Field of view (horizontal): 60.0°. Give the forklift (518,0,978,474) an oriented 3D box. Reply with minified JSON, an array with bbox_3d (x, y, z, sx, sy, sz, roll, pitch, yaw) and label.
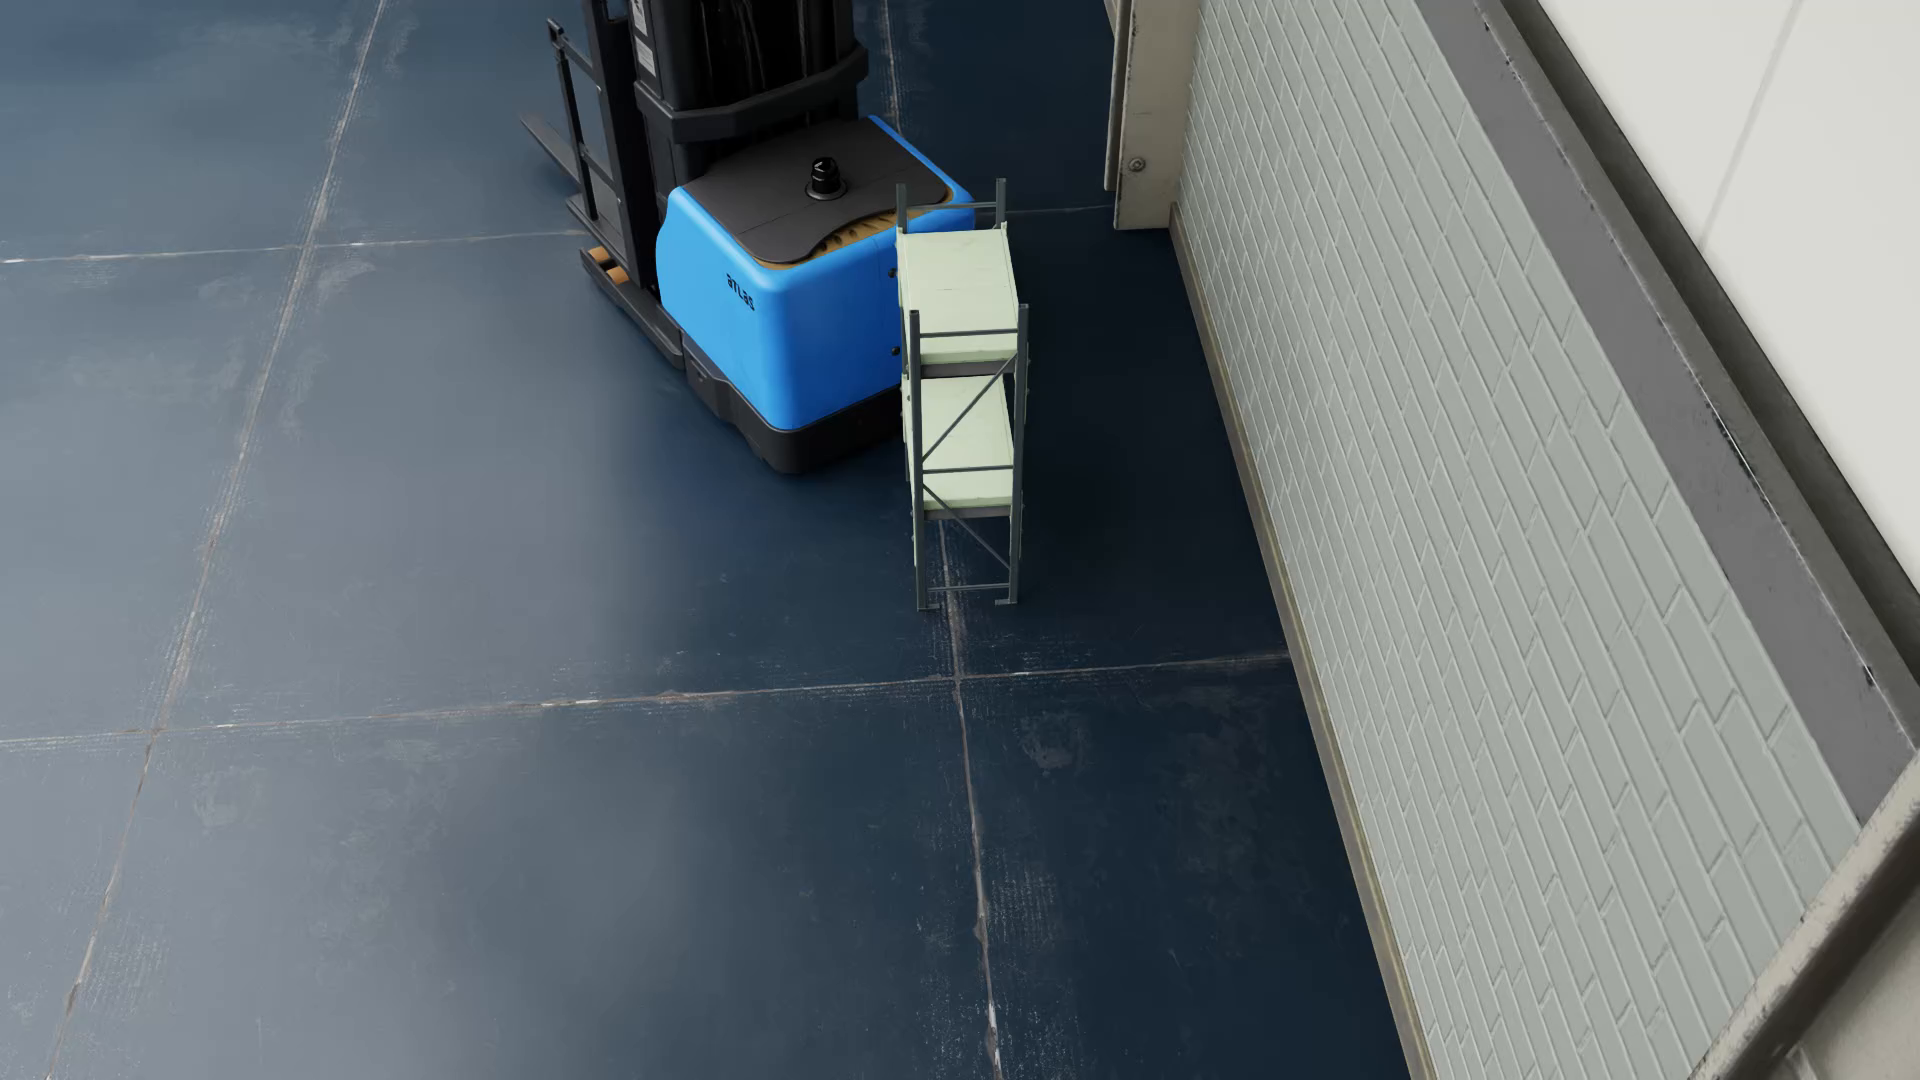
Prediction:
[{"bbox_3d":[-1.174,-2.328,7.072,1.130,2.935,3.031,-27,52,-23],"label":"forklift"}]

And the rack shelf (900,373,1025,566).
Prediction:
[{"bbox_3d":[-0.001,-0.296,6.583,0.431,0.370,0.720,-3,47,-3],"label":"rack shelf"}]

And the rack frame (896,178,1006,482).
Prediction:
[{"bbox_3d":[-0.031,-0.785,6.597,0.400,1.500,0.023,-3,47,-3],"label":"rack frame"}]

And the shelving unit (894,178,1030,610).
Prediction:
[{"bbox_3d":[-0.001,-0.521,6.347,0.431,1.500,0.755,-3,47,-3],"label":"shelving unit"}]

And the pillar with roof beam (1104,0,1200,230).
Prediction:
[{"bbox_3d":[-3.372,-4.545,4.993,9.100,9.000,0.400,-3,47,-3],"label":"pillar with roof beam"}]

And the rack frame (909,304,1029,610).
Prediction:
[{"bbox_3d":[0.030,-0.256,6.096,0.400,1.500,0.023,-3,47,-3],"label":"rack frame"}]

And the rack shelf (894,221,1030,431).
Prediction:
[{"bbox_3d":[-0.001,-0.789,6.063,0.431,0.370,0.720,-3,47,-3],"label":"rack shelf"}]
